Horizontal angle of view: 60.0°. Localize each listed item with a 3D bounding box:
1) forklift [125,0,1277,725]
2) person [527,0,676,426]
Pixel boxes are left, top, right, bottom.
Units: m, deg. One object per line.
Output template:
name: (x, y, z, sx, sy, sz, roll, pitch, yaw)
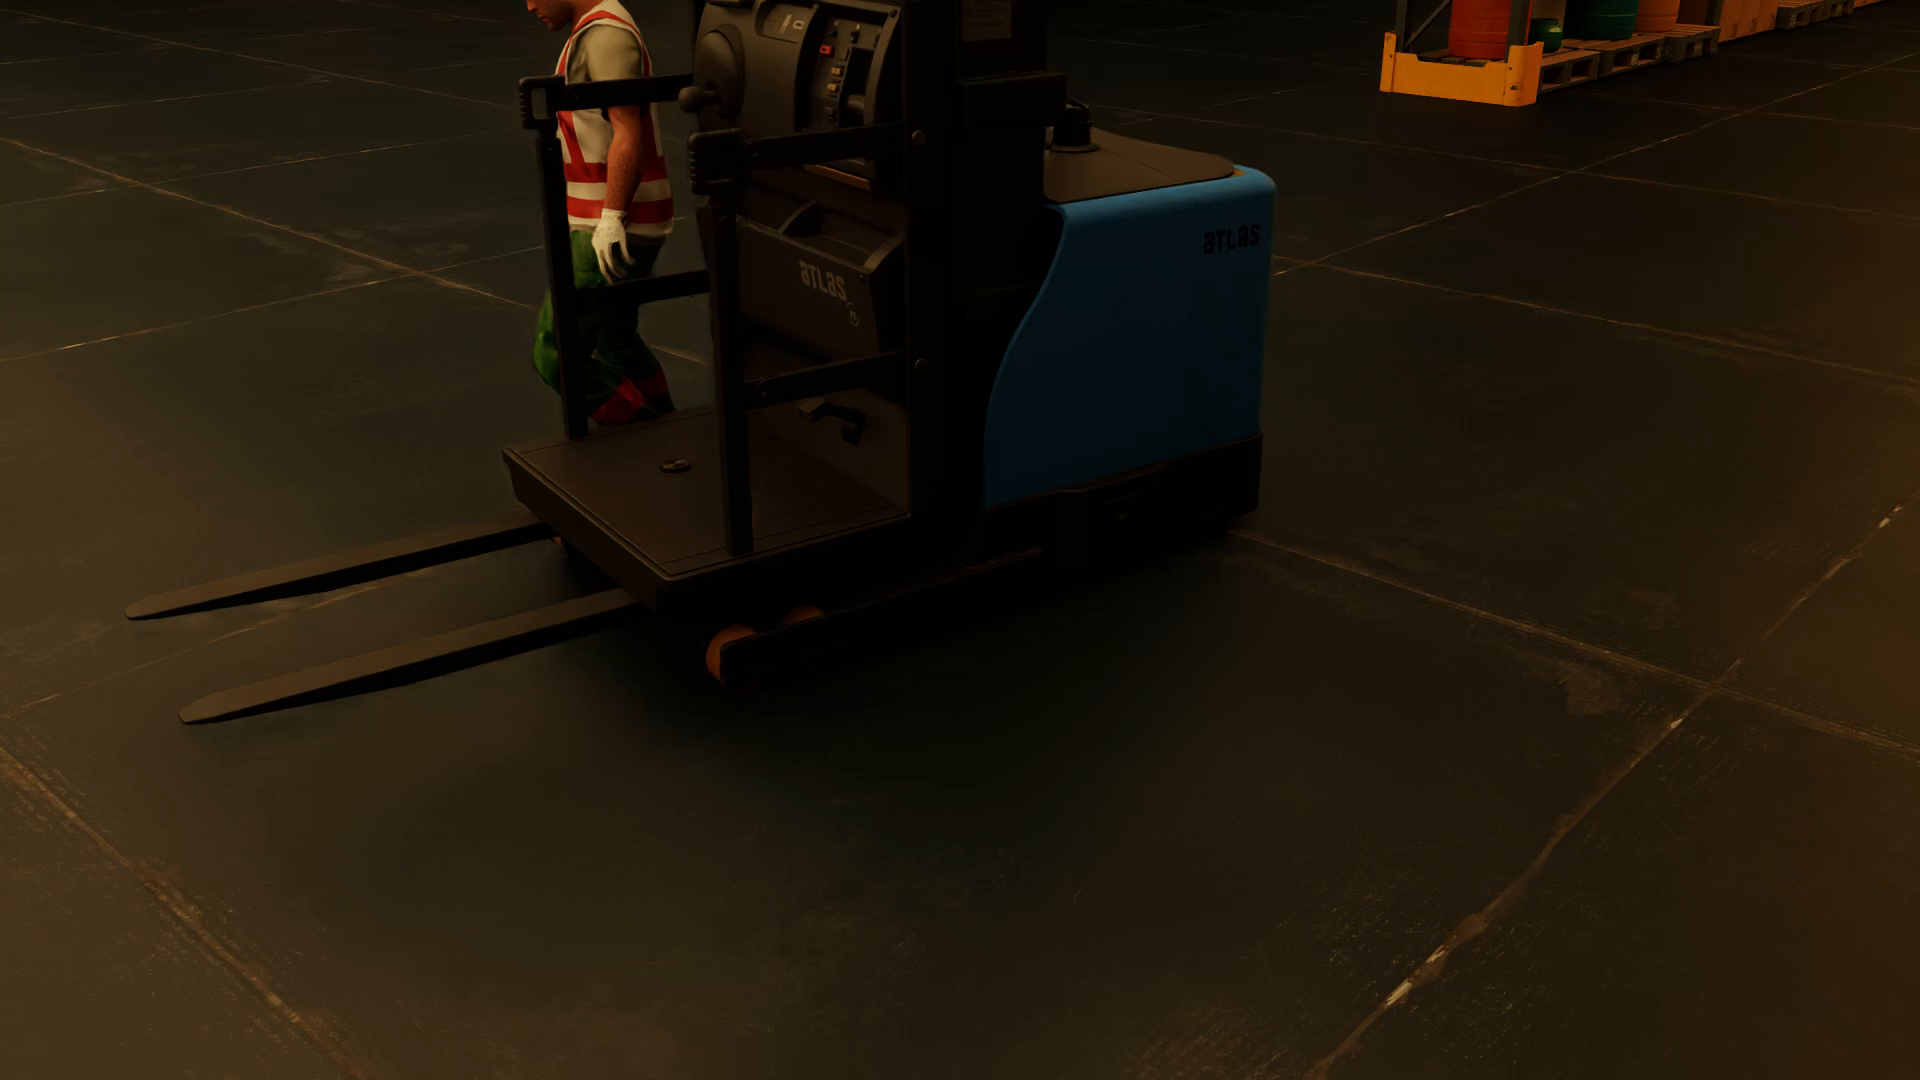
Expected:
forklift: (-0.595, -1.206, 4.077, 3.031, 2.935, 1.130, -16, 28, -31)
person: (-1.073, -0.919, 4.945, 0.448, 1.734, 0.955, -4, 24, -10)
